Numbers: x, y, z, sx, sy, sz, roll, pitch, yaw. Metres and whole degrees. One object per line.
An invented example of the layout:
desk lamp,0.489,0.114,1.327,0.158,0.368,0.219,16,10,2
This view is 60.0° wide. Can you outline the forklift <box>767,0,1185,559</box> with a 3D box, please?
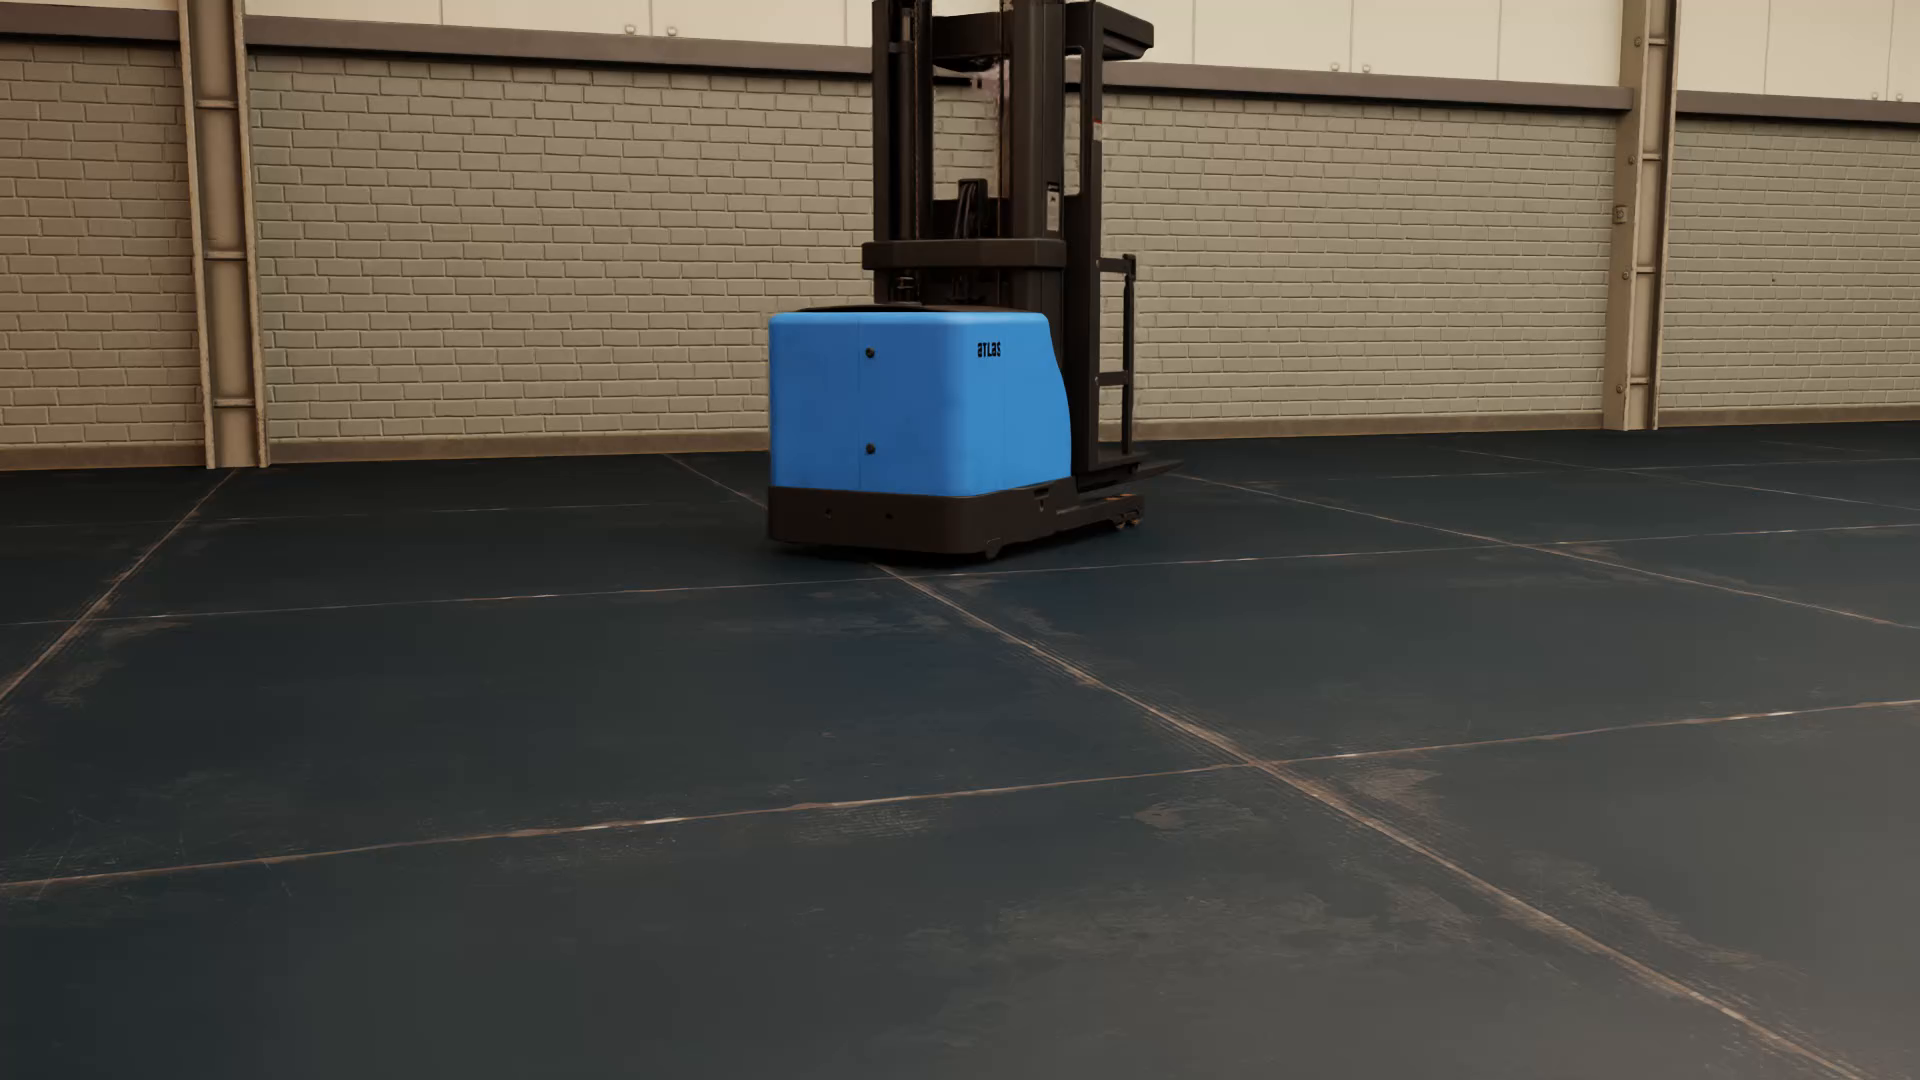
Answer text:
forklift,0.286,-1.529,8.289,1.130,2.935,3.031,4,9,28
